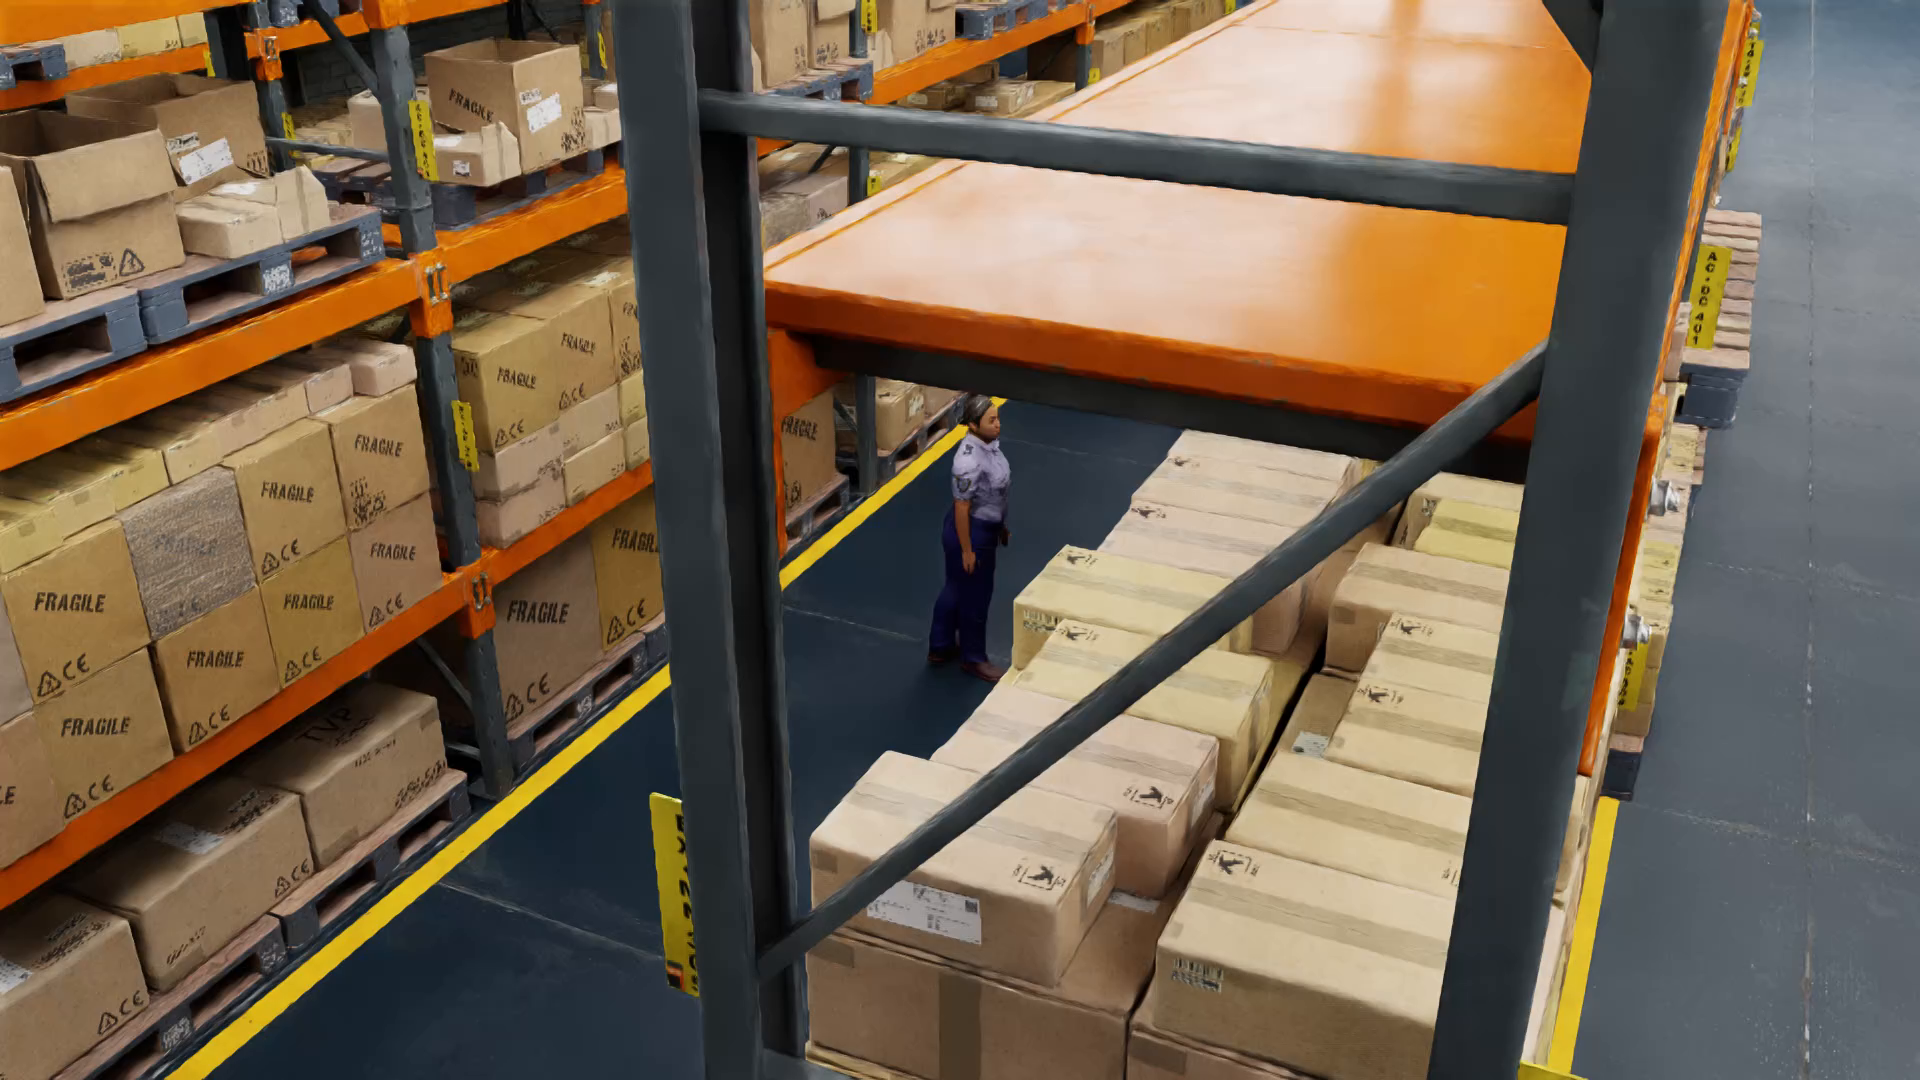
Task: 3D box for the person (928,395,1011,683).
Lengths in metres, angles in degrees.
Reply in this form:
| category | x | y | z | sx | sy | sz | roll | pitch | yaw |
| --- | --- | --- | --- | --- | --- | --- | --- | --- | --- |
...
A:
| category | x | y | z | sx | sy | sz | roll | pitch | yaw |
| --- | --- | --- | --- | --- | --- | --- | --- | --- | --- |
| person | 0.049 | -0.025 | 9.172 | 0.467 | 1.654 | 0.480 | 1 | 26 | 3 |
